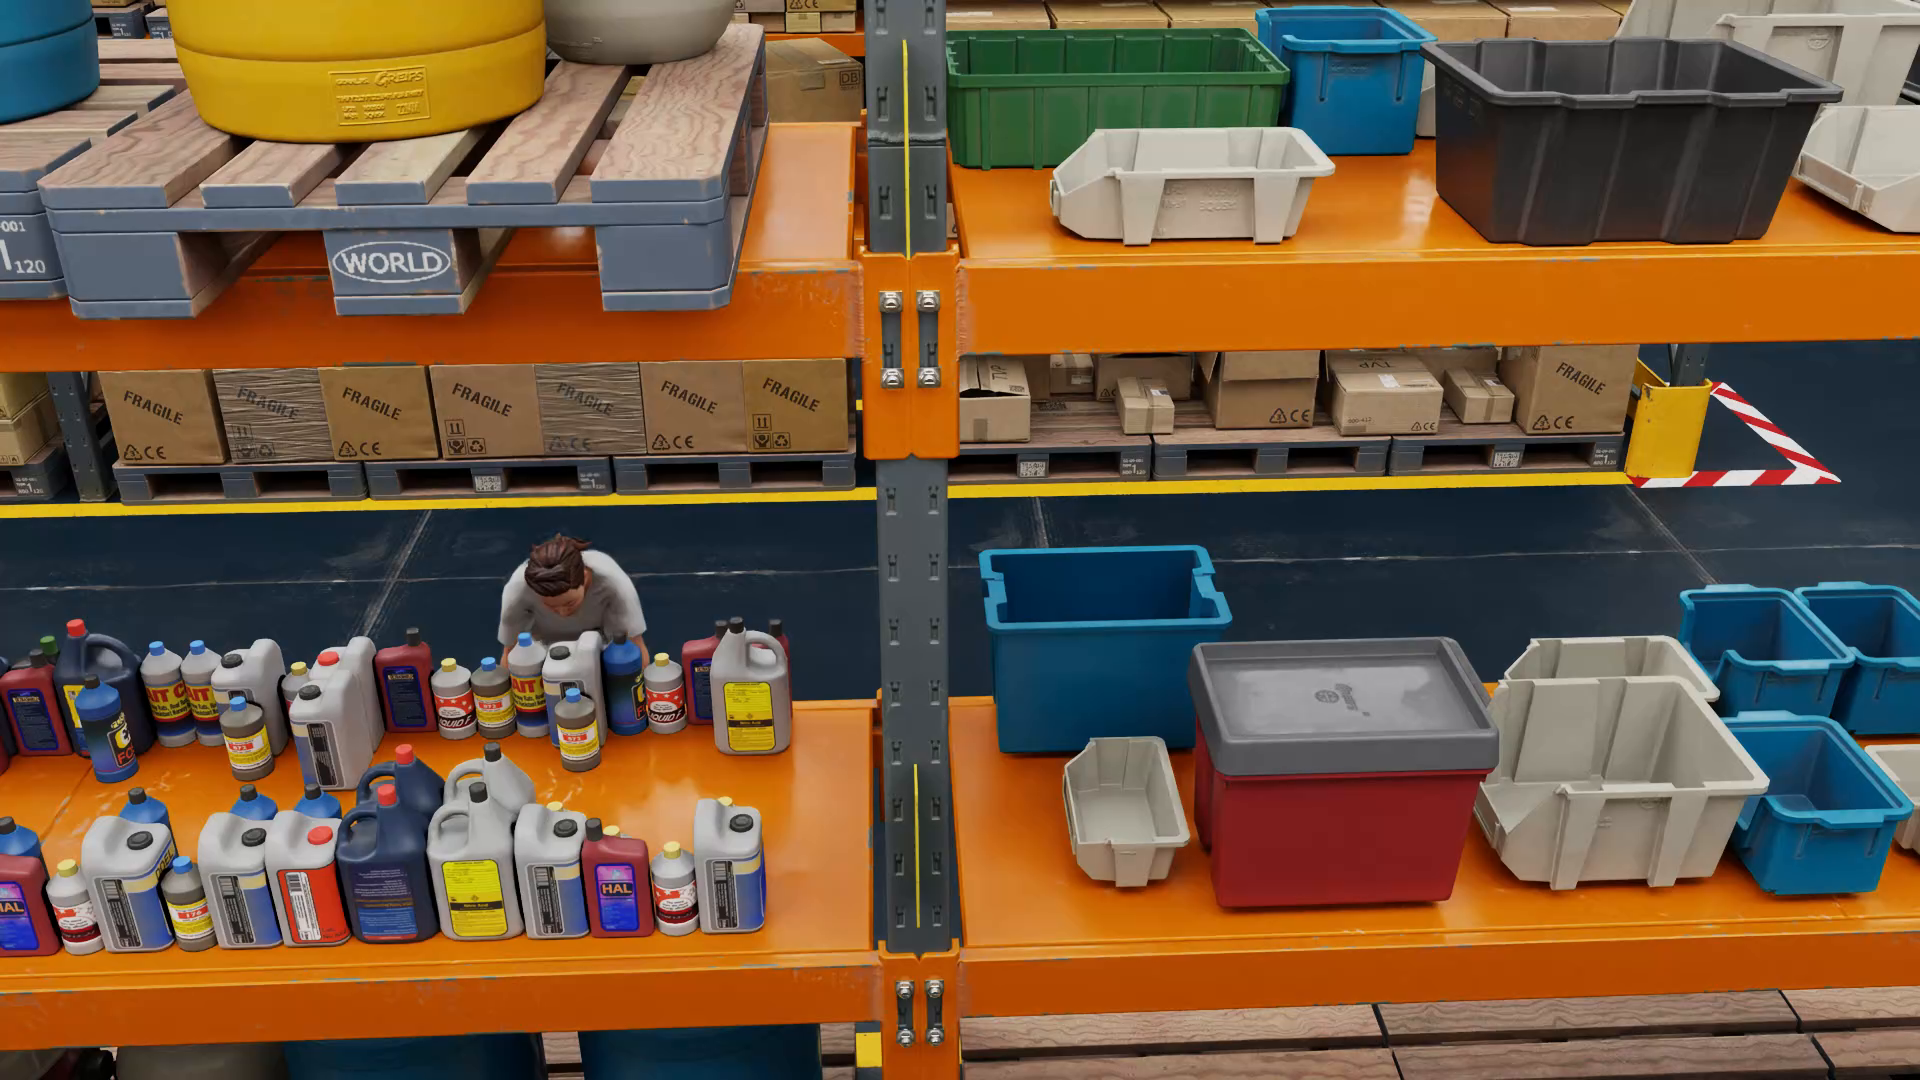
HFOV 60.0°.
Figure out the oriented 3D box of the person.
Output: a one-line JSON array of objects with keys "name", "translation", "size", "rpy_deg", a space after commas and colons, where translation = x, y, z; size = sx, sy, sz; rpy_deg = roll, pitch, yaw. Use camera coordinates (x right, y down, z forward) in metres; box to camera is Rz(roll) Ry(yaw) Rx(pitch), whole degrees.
[{"name": "person", "translation": [-1.286, 0.465, 5.671], "size": [0.495, 1.275, 0.697], "rpy_deg": [-1, 28, -3]}]
